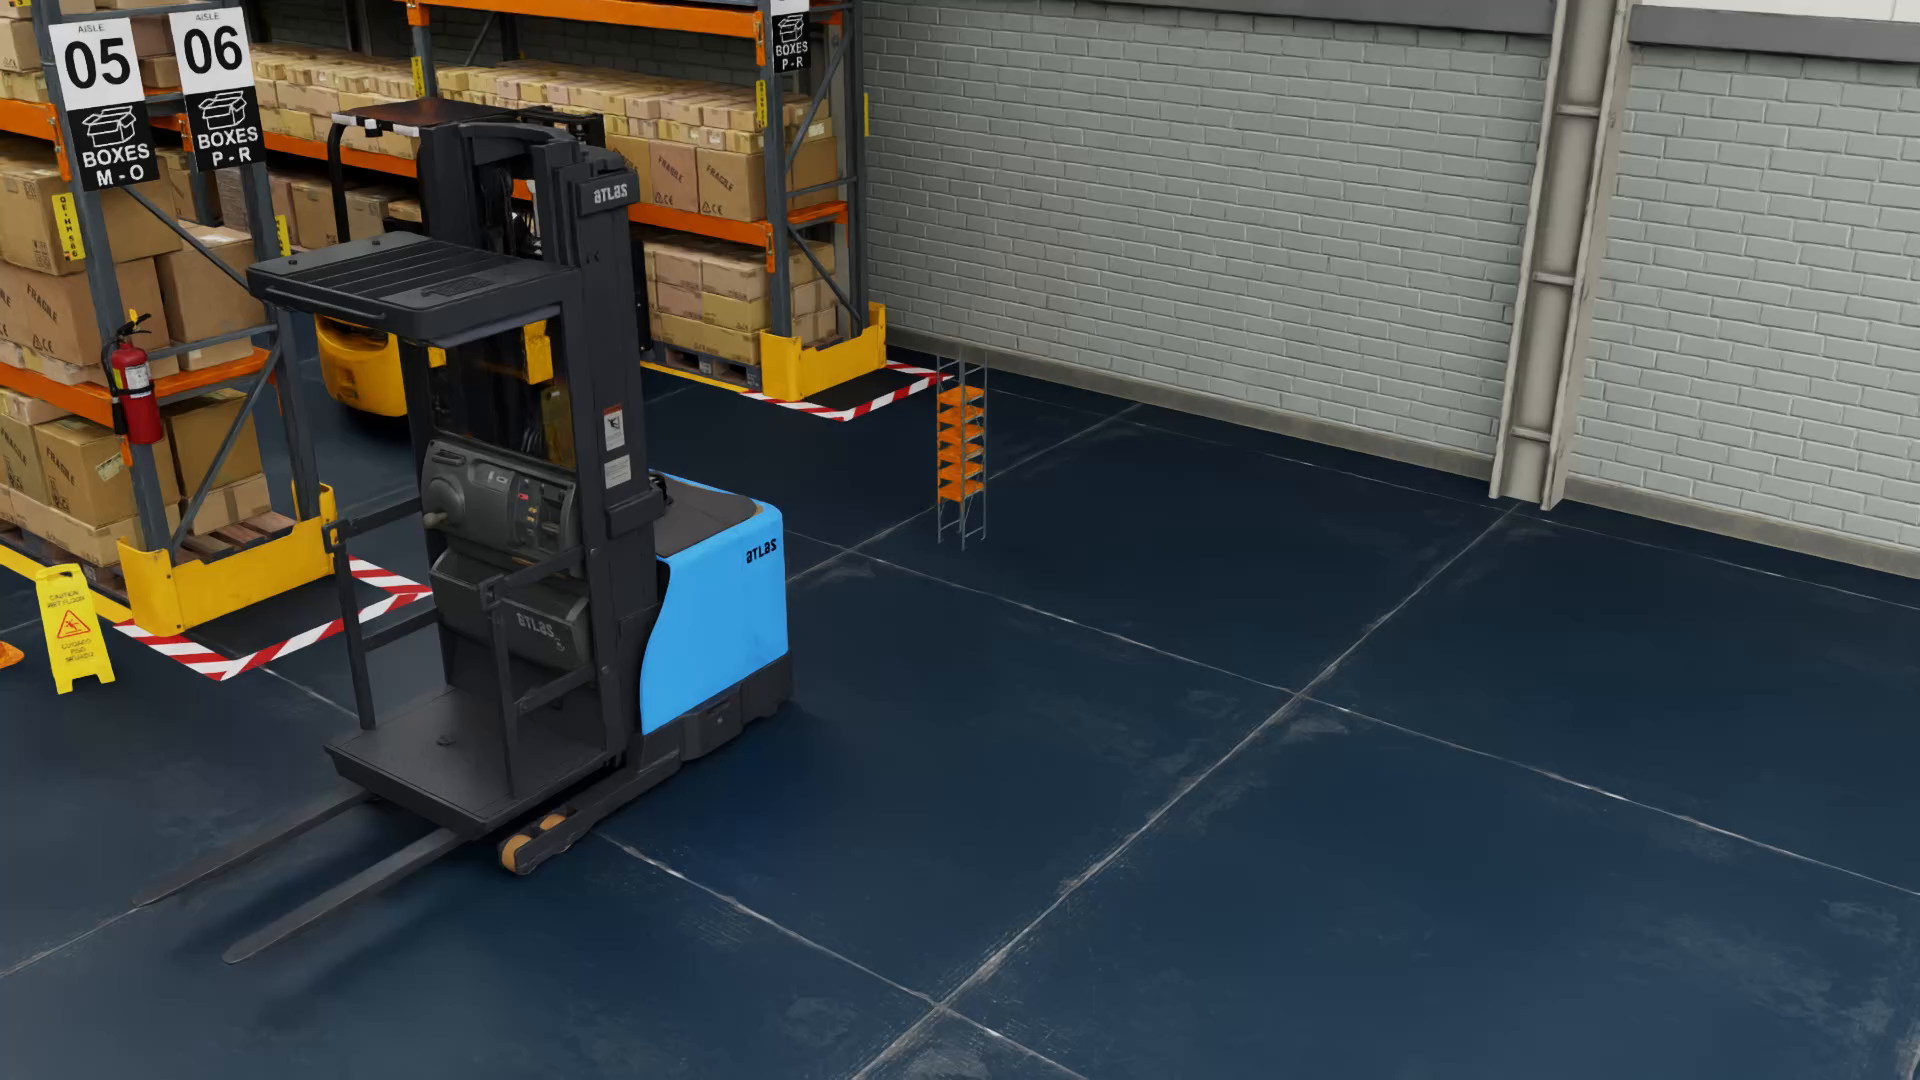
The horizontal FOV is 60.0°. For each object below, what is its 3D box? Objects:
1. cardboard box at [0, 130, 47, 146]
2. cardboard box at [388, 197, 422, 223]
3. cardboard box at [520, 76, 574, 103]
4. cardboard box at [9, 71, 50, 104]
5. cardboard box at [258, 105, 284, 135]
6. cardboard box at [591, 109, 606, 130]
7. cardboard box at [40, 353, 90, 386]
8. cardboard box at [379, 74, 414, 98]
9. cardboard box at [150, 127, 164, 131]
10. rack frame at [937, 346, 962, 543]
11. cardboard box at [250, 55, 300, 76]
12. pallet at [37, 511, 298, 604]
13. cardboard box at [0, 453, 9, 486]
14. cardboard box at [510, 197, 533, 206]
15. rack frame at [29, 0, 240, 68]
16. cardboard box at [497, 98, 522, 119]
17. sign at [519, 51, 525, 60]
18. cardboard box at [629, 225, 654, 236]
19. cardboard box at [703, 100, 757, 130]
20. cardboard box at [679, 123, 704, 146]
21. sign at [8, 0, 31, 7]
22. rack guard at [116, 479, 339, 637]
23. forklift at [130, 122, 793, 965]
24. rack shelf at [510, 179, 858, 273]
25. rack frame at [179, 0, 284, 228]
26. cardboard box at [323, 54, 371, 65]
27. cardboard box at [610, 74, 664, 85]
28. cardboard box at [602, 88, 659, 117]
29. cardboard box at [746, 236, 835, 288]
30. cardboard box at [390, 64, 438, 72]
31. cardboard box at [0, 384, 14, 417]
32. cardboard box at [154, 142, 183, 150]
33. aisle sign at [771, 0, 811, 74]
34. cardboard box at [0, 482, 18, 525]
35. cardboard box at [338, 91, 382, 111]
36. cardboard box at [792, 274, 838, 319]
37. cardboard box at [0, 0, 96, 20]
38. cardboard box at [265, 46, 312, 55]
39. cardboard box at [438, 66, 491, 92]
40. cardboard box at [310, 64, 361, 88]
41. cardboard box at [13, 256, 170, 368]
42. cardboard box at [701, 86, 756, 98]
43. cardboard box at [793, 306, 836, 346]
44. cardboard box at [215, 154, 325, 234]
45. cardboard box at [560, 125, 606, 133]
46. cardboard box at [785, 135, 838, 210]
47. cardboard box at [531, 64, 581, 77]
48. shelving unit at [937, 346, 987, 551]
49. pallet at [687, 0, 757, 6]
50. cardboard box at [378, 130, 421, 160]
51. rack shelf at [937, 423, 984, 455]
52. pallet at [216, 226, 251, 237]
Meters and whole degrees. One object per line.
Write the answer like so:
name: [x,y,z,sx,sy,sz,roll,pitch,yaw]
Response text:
cardboard box: [-5.460,-1.952,9.227,0.500,0.500,0.700,16,29,33]
cardboard box: [-4.701,-2.842,15.405,0.625,0.625,0.875,18,30,36]
cardboard box: [-3.359,-3.678,13.579,0.250,0.149,0.380,16,29,32]
cardboard box: [-4.503,-2.298,8.337,0.250,0.149,0.380,17,29,34]
cardboard box: [-6.453,-4.081,15.978,0.500,0.250,0.500,16,28,32]
cardboard box: [-2.709,-3.375,13.260,0.250,0.149,0.380,17,29,33]
cardboard box: [-4.747,-0.976,9.057,0.250,0.149,0.380,16,29,33]
cardboard box: [-4.901,-4.024,14.735,0.250,0.149,0.380,16,29,33]
cardboard box: [-8.966,-4.528,18.581,0.250,0.149,0.380,16,28,31]
rack frame: [-0.062,-0.568,10.050,0.006,1.200,0.240,17,29,33]
cardboard box: [-6.528,-4.524,15.868,0.250,0.149,0.380,17,29,34]
pallet: [-4.740,0.005,9.976,1.213,0.211,1.003,17,29,33]
cardboard box: [-5.667,-0.681,10.034,0.500,0.500,0.500,16,28,32]
cardboard box: [-3.767,-2.949,14.872,0.500,0.250,0.500,17,29,34]
rack frame: [-4.050,-3.790,7.691,0.127,3.000,1.000,17,29,33]
cardboard box: [-3.593,-3.595,13.761,0.250,0.149,0.380,18,29,34]
sign: [-3.945,-4.226,14.949,0.005,0.325,0.100,17,29,33]
cardboard box: [-2.855,-2.414,13.659,0.500,0.250,0.500,16,28,32]
cardboard box: [-1.705,-3.194,12.481,0.250,0.149,0.380,17,29,33]
cardboard box: [-1.915,-3.118,12.677,0.250,0.149,0.380,17,29,34]
sign: [-4.399,-2.648,7.722,0.005,0.325,0.100,17,29,33]
rack guard: [-4.111,0.081,9.446,0.348,0.500,1.175,17,29,33]
forklift: [-2.096,-0.146,6.947,1.130,2.935,3.031,16,28,32]
rack shelf: [-2.677,-2.801,13.780,4.000,0.370,1.077,17,29,33]
rack frame: [-7.478,-4.581,16.928,0.127,3.000,1.000,17,29,33]
cardboard box: [-5.856,-4.546,15.918,0.250,0.149,0.380,18,29,35]
cardboard box: [-2.651,-3.722,13.679,0.250,0.149,0.380,18,29,35]
cardboard box: [-2.571,-3.420,12.995,0.250,0.149,0.380,17,29,34]
cardboard box: [-1.347,-2.216,13.208,0.500,0.250,0.500,16,29,33]
cardboard box: [-5.029,-4.308,15.380,0.250,0.149,0.380,16,29,33]
cardboard box: [-5.381,-0.857,9.629,0.250,0.149,0.380,17,29,34]
cardboard box: [-8.446,-4.098,17.606,0.250,0.149,0.380,16,28,32]
aisle sign: [-1.200,-3.726,11.762,0.004,0.787,0.394,17,29,33]
cardboard box: [-5.690,-0.340,10.190,0.500,0.250,0.500,16,28,31]
cardboard box: [-5.239,-3.933,15.021,0.500,0.250,0.500,16,28,32]
cardboard box: [-1.328,-1.990,13.316,0.500,0.250,0.500,17,29,34]
cardboard box: [-4.498,-2.654,8.155,0.250,0.149,0.380,17,29,34]
cardboard box: [-6.649,-4.801,16.498,0.250,0.149,0.380,17,29,33]
cardboard box: [-4.200,-3.920,14.129,0.250,0.149,0.380,18,29,34]
cardboard box: [-5.724,-4.267,15.286,0.250,0.149,0.380,17,29,34]
cardboard box: [-4.650,-1.269,8.916,0.500,0.500,0.500,16,29,32]
cardboard box: [-1.815,-3.474,13.116,0.250,0.149,0.380,17,29,34]
cardboard box: [-1.352,-1.763,13.420,0.500,0.250,0.500,17,29,34]
cardboard box: [-6.987,-3.532,16.969,0.625,0.625,0.875,18,29,35]
cardboard box: [-2.856,-3.097,13.435,0.500,0.500,0.500,17,29,34]
cardboard box: [-1.306,-2.902,12.992,0.500,0.500,0.500,18,29,35]
cardboard box: [-3.444,-3.979,14.264,0.250,0.149,0.380,17,29,33]
shelving unit: [0.012,-0.546,10.000,0.189,1.200,0.258,17,29,33]
pallet: [-1.626,-4.158,12.357,1.213,0.211,1.003,17,29,33]
cardboard box: [-4.837,-3.583,14.848,0.500,0.250,0.500,18,29,34]
rack shelf: [0.012,-0.615,9.970,0.180,0.103,0.258,17,29,33]
pallet: [-6.842,-3.094,17.010,1.213,0.211,1.003,17,29,33]
